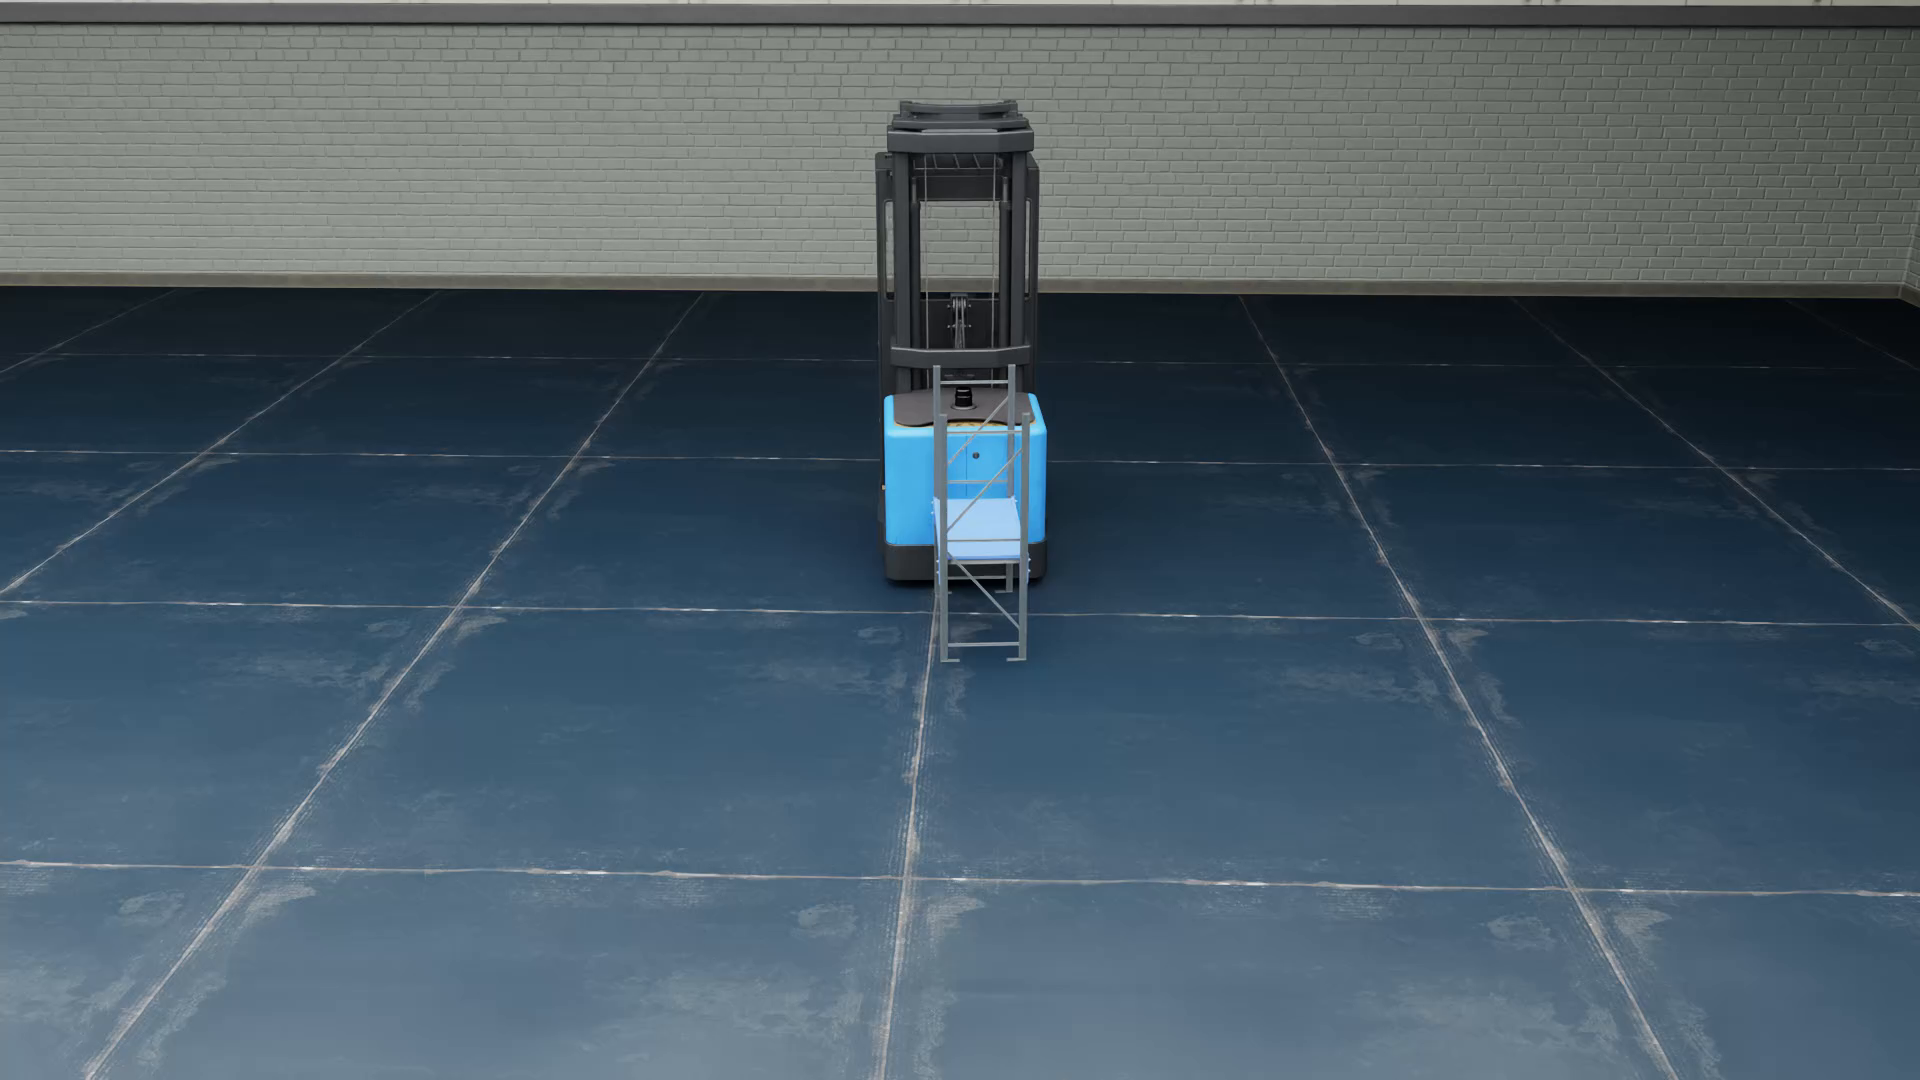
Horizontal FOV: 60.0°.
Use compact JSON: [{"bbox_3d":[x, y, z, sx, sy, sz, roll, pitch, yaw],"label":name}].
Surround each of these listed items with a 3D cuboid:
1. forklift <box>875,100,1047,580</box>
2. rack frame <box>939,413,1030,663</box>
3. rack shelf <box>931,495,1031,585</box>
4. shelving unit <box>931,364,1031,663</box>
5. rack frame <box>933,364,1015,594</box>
[{"bbox_3d":[-0.030,-1.594,11.586,1.130,2.935,3.031,-1,21,-3],"label":"forklift"},{"bbox_3d":[0.136,0.006,9.441,0.500,1.500,0.032,-1,21,-3],"label":"rack frame"},{"bbox_3d":[0.112,-0.010,9.979,0.538,0.185,1.000,-1,21,-3],"label":"rack shelf"},{"bbox_3d":[0.112,-0.178,9.914,0.538,1.500,1.048,-1,21,-3],"label":"shelving unit"},{"bbox_3d":[0.087,-0.362,10.388,0.500,1.500,0.032,-1,21,-3],"label":"rack frame"}]
